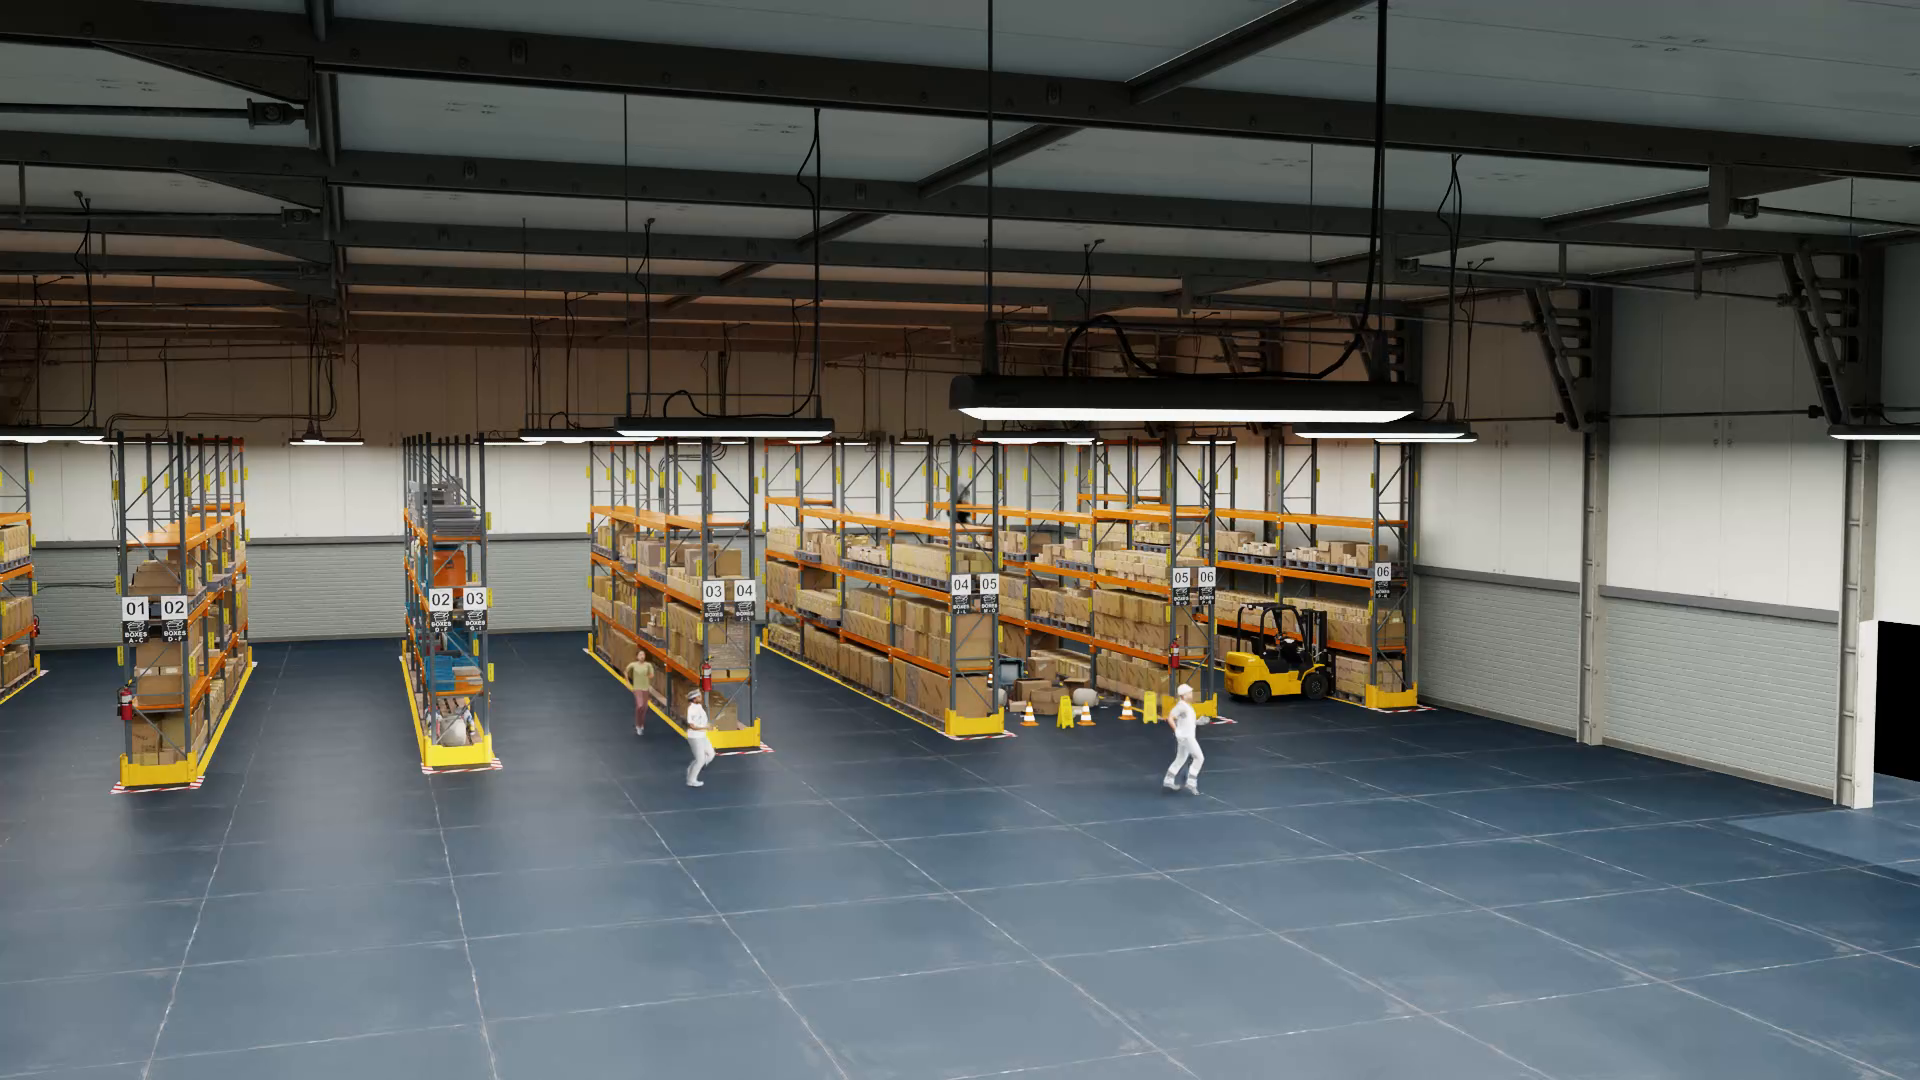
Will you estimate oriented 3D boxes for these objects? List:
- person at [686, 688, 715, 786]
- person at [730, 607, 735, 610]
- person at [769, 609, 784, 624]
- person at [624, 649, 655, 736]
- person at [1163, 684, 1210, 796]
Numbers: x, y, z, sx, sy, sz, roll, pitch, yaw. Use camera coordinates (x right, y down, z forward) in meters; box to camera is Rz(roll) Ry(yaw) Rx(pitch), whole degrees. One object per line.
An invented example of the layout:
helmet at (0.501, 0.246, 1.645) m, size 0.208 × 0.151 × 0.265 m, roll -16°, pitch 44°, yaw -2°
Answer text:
person at (-4.377, 3.325, 28.109) m, size 0.551 × 1.657 × 0.566 m, roll 0°, pitch 3°, yaw 7°
person at (-6.689, 2.190, 48.349) m, size 0.714 × 1.757 × 0.695 m, roll 2°, pitch 4°, yaw 36°
person at (-5.390, 2.146, 49.517) m, size 0.579 × 1.645 × 0.592 m, roll -2°, pitch 4°, yaw -32°
person at (-6.397, 3.040, 33.328) m, size 0.543 × 1.721 × 0.723 m, roll -2°, pitch 4°, yaw -31°
person at (3.743, 3.305, 27.479) m, size 0.752 × 1.839 × 0.643 m, roll 0°, pitch 3°, yaw 9°
